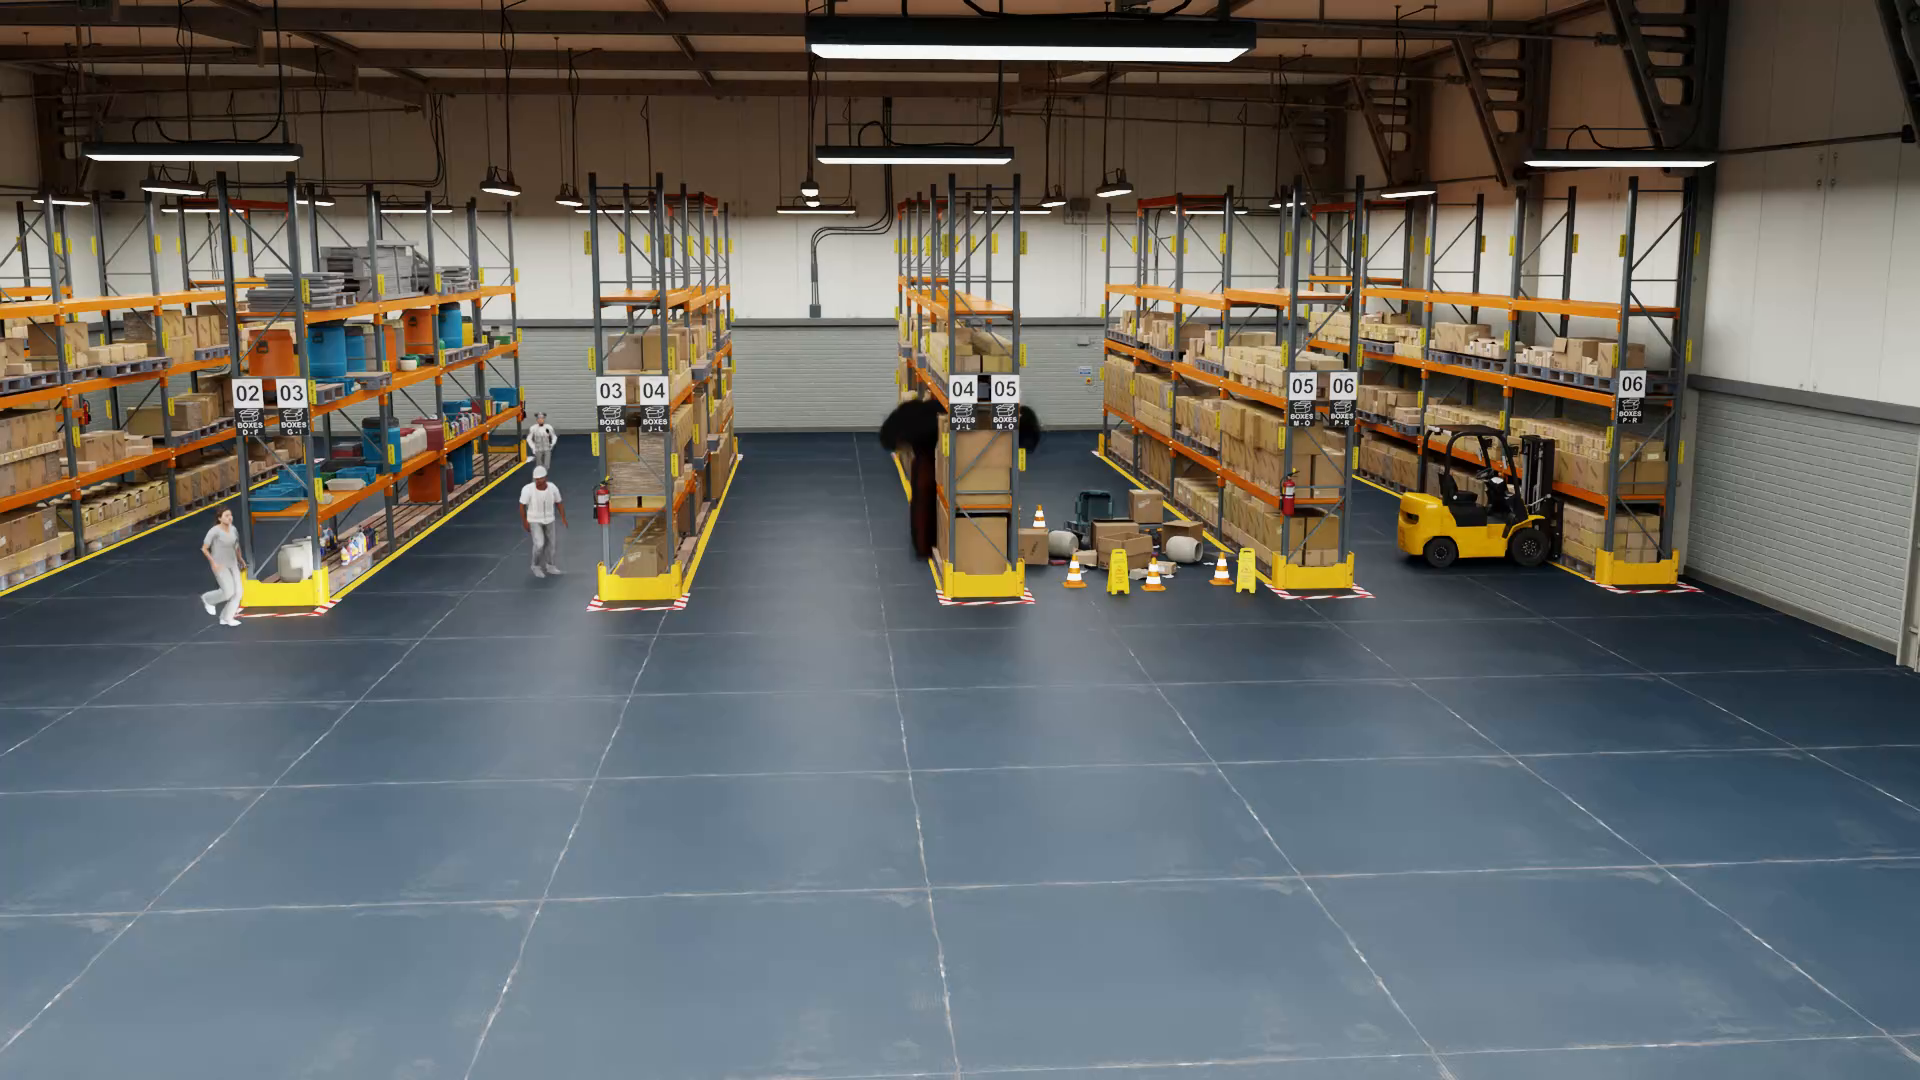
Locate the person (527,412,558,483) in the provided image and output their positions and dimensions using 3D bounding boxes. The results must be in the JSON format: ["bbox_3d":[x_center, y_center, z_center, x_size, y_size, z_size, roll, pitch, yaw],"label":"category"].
[{"bbox_3d":[-8.613,-1.830,34.343,0.613,1.670,0.583,-3,11,-18],"label":"person"}]

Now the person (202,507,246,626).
[{"bbox_3d":[-9.844,0.365,22.167,0.581,1.564,0.553,5,11,28],"label":"person"}]

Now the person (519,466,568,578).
[{"bbox_3d":[-6.359,-0.283,25.343,0.622,1.730,0.594,-8,13,-40],"label":"person"}]
